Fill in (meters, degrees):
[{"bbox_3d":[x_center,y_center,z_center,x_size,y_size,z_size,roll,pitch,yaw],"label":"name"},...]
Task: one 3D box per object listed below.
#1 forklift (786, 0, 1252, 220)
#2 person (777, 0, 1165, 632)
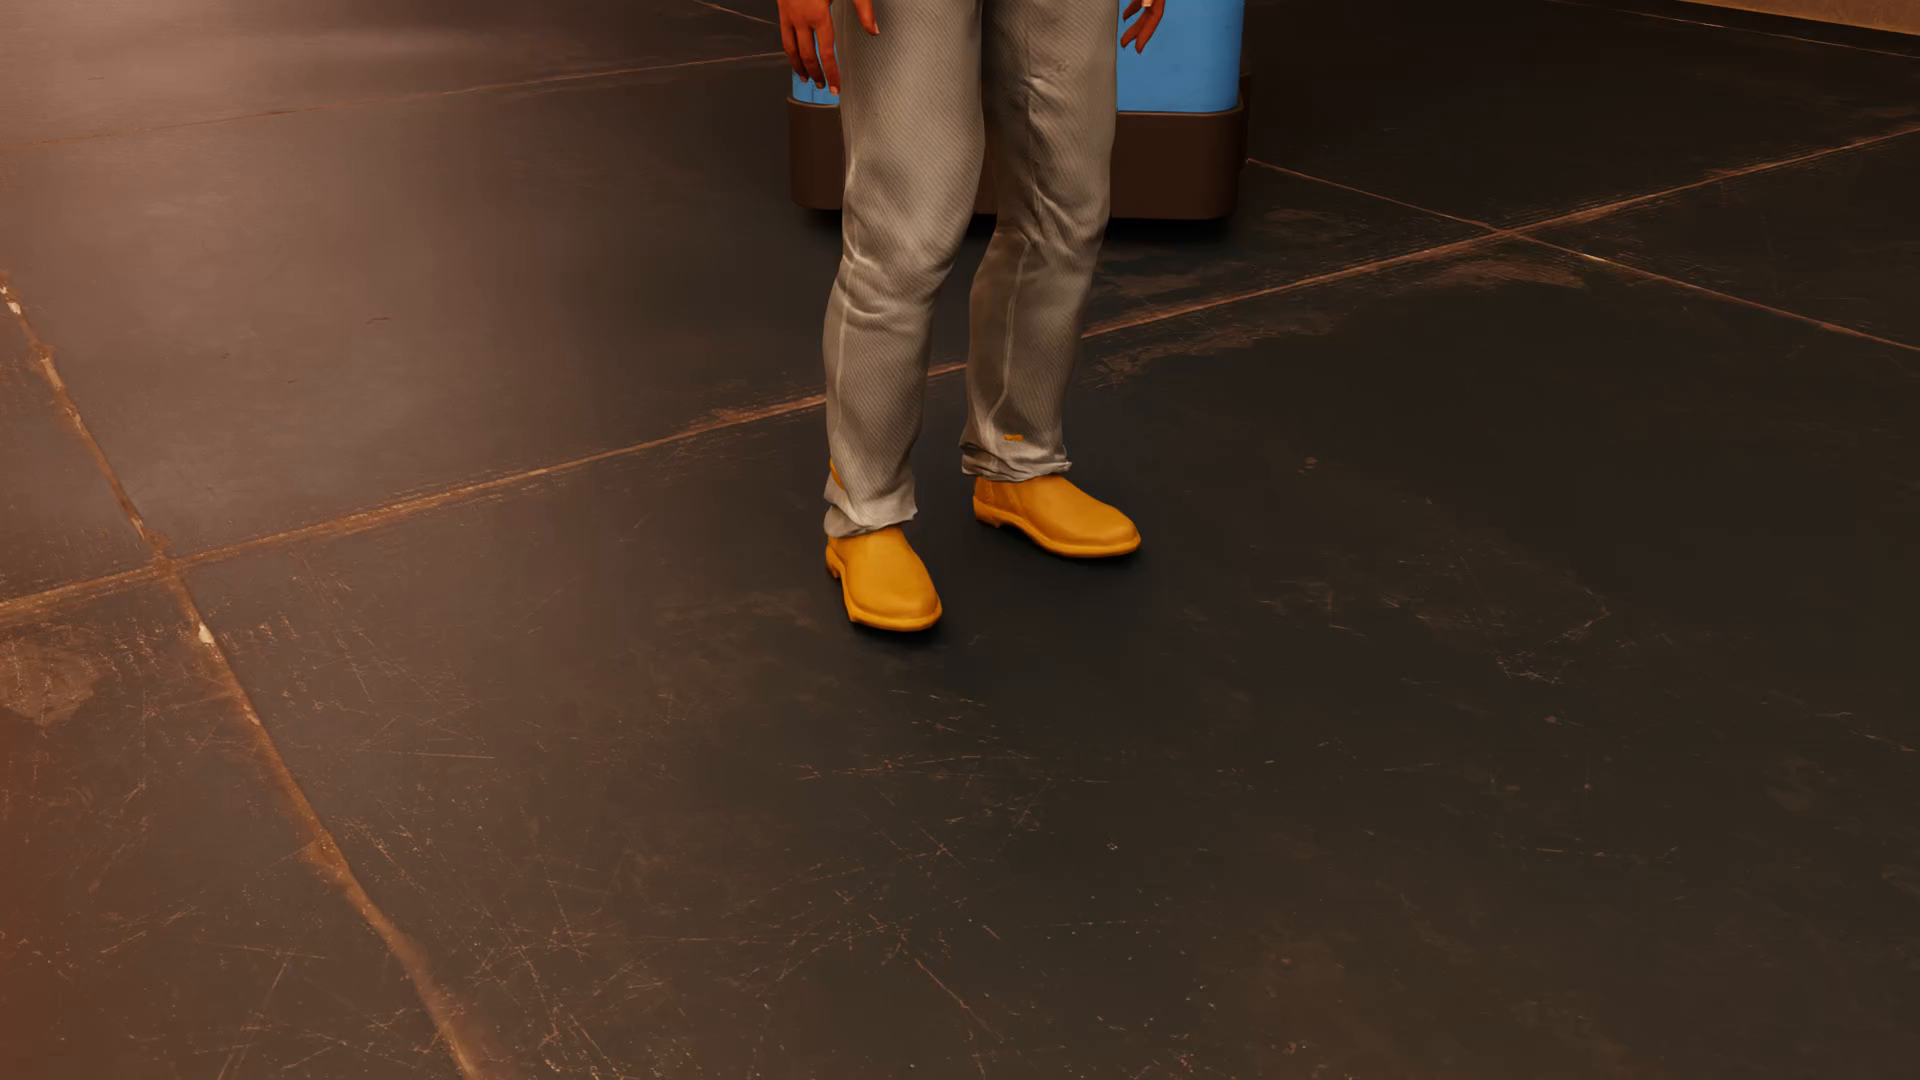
[{"bbox_3d":[0.266,-2.669,4.551,1.130,2.935,3.031,3,27,5],"label":"forklift"},{"bbox_3d":[0.030,-0.772,2.081,0.626,1.760,0.460,-19,32,-32],"label":"person"}]
